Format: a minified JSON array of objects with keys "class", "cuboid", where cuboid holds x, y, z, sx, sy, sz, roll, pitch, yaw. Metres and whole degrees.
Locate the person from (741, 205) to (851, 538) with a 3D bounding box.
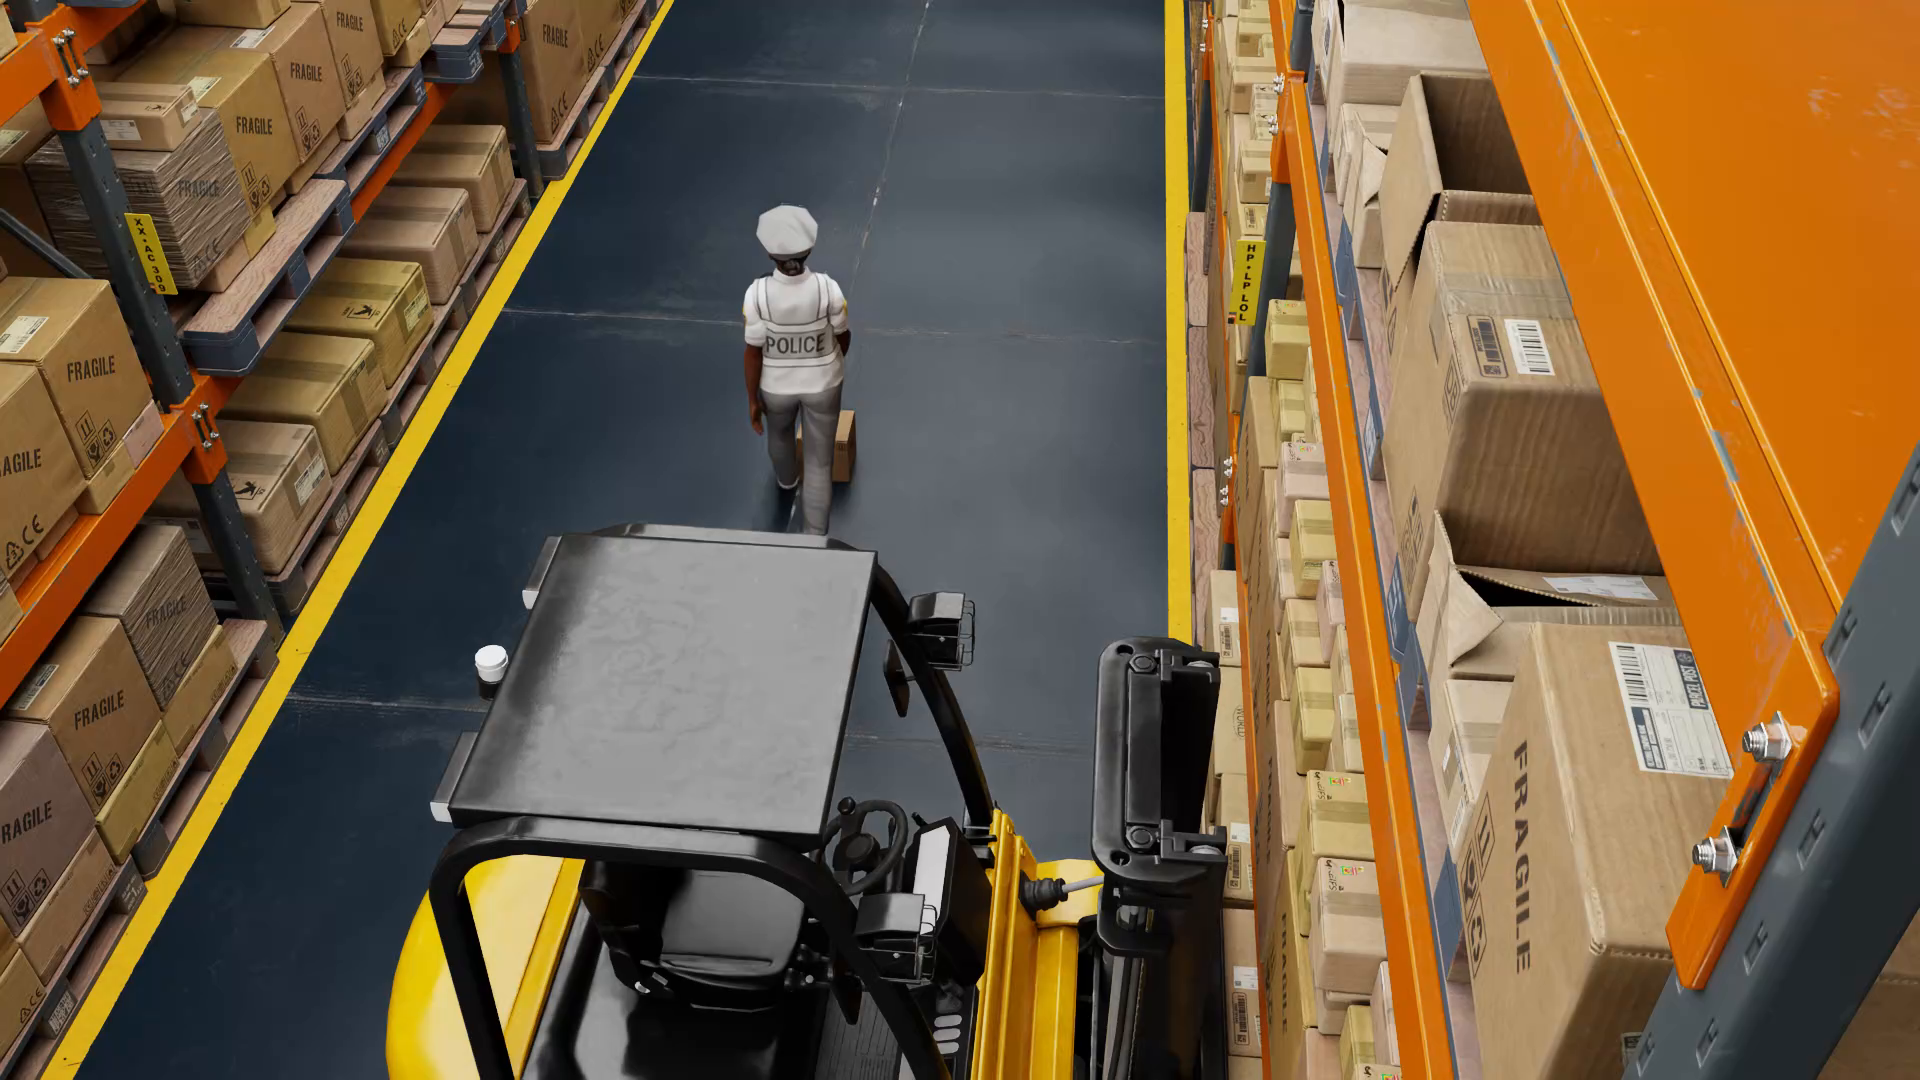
[{"class":"person","cuboid":[-0.696,-0.753,7.314,0.455,1.646,0.893,0,40,0]}]
